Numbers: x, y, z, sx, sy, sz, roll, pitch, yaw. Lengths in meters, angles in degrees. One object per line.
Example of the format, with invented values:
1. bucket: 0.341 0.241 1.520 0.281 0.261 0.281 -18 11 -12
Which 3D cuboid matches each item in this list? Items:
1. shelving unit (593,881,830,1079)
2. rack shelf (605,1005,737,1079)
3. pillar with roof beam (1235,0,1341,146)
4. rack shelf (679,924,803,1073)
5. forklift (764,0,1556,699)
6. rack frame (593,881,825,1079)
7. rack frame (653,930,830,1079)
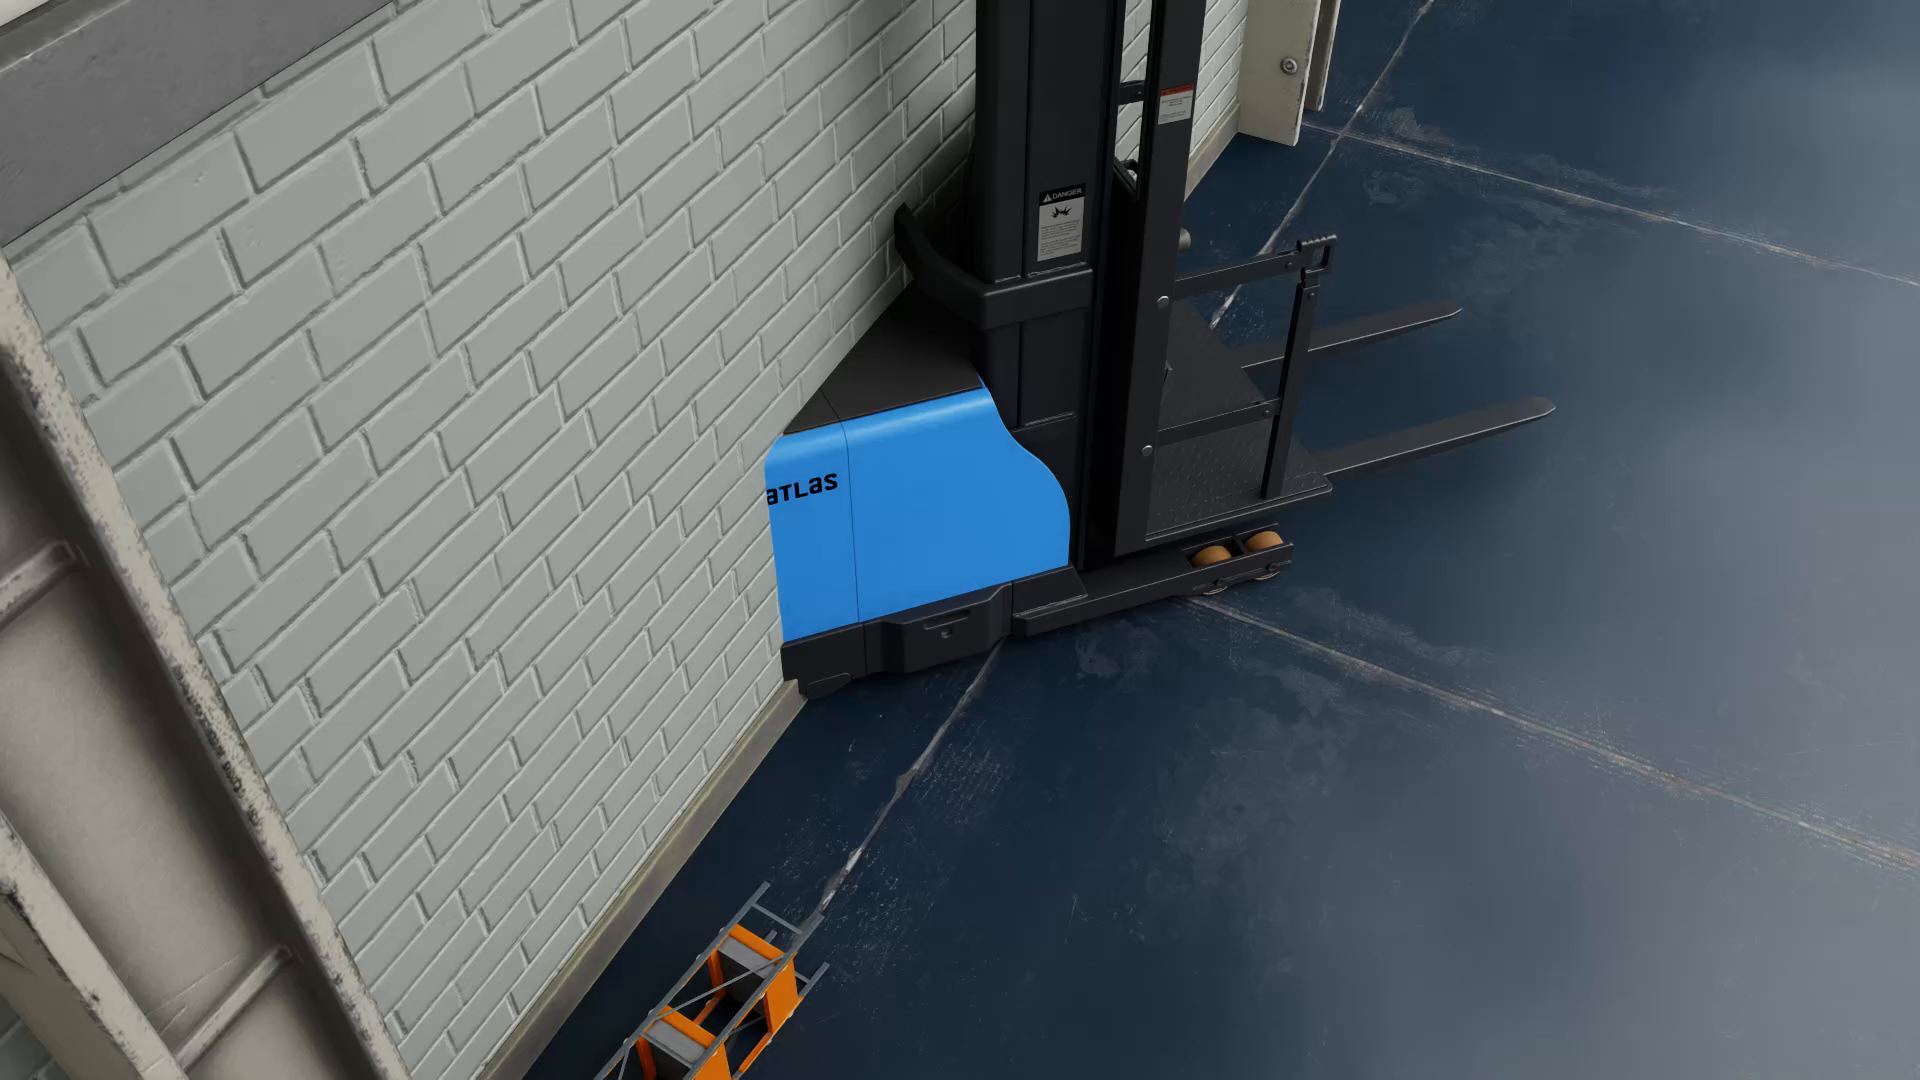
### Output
1. shelving unit: -0.732 1.358 4.226 0.215 0.252 1.050 25 50 23
2. rack shelf: -0.737 1.365 4.220 0.215 0.240 0.259 25 50 23
3. pillar with roof beam: 5.275 -3.694 3.074 9.100 9.000 0.400 20 49 19
4. rack shelf: -0.581 1.196 4.386 0.215 0.240 0.259 25 50 23
5. forklift: 0.584 -1.186 4.862 3.031 2.935 1.130 -15 47 -14
6. rack frame: -0.732 1.273 4.139 0.200 0.008 1.050 25 50 23
7. rack frame: -0.732 1.444 4.313 0.200 0.008 1.050 25 50 23
